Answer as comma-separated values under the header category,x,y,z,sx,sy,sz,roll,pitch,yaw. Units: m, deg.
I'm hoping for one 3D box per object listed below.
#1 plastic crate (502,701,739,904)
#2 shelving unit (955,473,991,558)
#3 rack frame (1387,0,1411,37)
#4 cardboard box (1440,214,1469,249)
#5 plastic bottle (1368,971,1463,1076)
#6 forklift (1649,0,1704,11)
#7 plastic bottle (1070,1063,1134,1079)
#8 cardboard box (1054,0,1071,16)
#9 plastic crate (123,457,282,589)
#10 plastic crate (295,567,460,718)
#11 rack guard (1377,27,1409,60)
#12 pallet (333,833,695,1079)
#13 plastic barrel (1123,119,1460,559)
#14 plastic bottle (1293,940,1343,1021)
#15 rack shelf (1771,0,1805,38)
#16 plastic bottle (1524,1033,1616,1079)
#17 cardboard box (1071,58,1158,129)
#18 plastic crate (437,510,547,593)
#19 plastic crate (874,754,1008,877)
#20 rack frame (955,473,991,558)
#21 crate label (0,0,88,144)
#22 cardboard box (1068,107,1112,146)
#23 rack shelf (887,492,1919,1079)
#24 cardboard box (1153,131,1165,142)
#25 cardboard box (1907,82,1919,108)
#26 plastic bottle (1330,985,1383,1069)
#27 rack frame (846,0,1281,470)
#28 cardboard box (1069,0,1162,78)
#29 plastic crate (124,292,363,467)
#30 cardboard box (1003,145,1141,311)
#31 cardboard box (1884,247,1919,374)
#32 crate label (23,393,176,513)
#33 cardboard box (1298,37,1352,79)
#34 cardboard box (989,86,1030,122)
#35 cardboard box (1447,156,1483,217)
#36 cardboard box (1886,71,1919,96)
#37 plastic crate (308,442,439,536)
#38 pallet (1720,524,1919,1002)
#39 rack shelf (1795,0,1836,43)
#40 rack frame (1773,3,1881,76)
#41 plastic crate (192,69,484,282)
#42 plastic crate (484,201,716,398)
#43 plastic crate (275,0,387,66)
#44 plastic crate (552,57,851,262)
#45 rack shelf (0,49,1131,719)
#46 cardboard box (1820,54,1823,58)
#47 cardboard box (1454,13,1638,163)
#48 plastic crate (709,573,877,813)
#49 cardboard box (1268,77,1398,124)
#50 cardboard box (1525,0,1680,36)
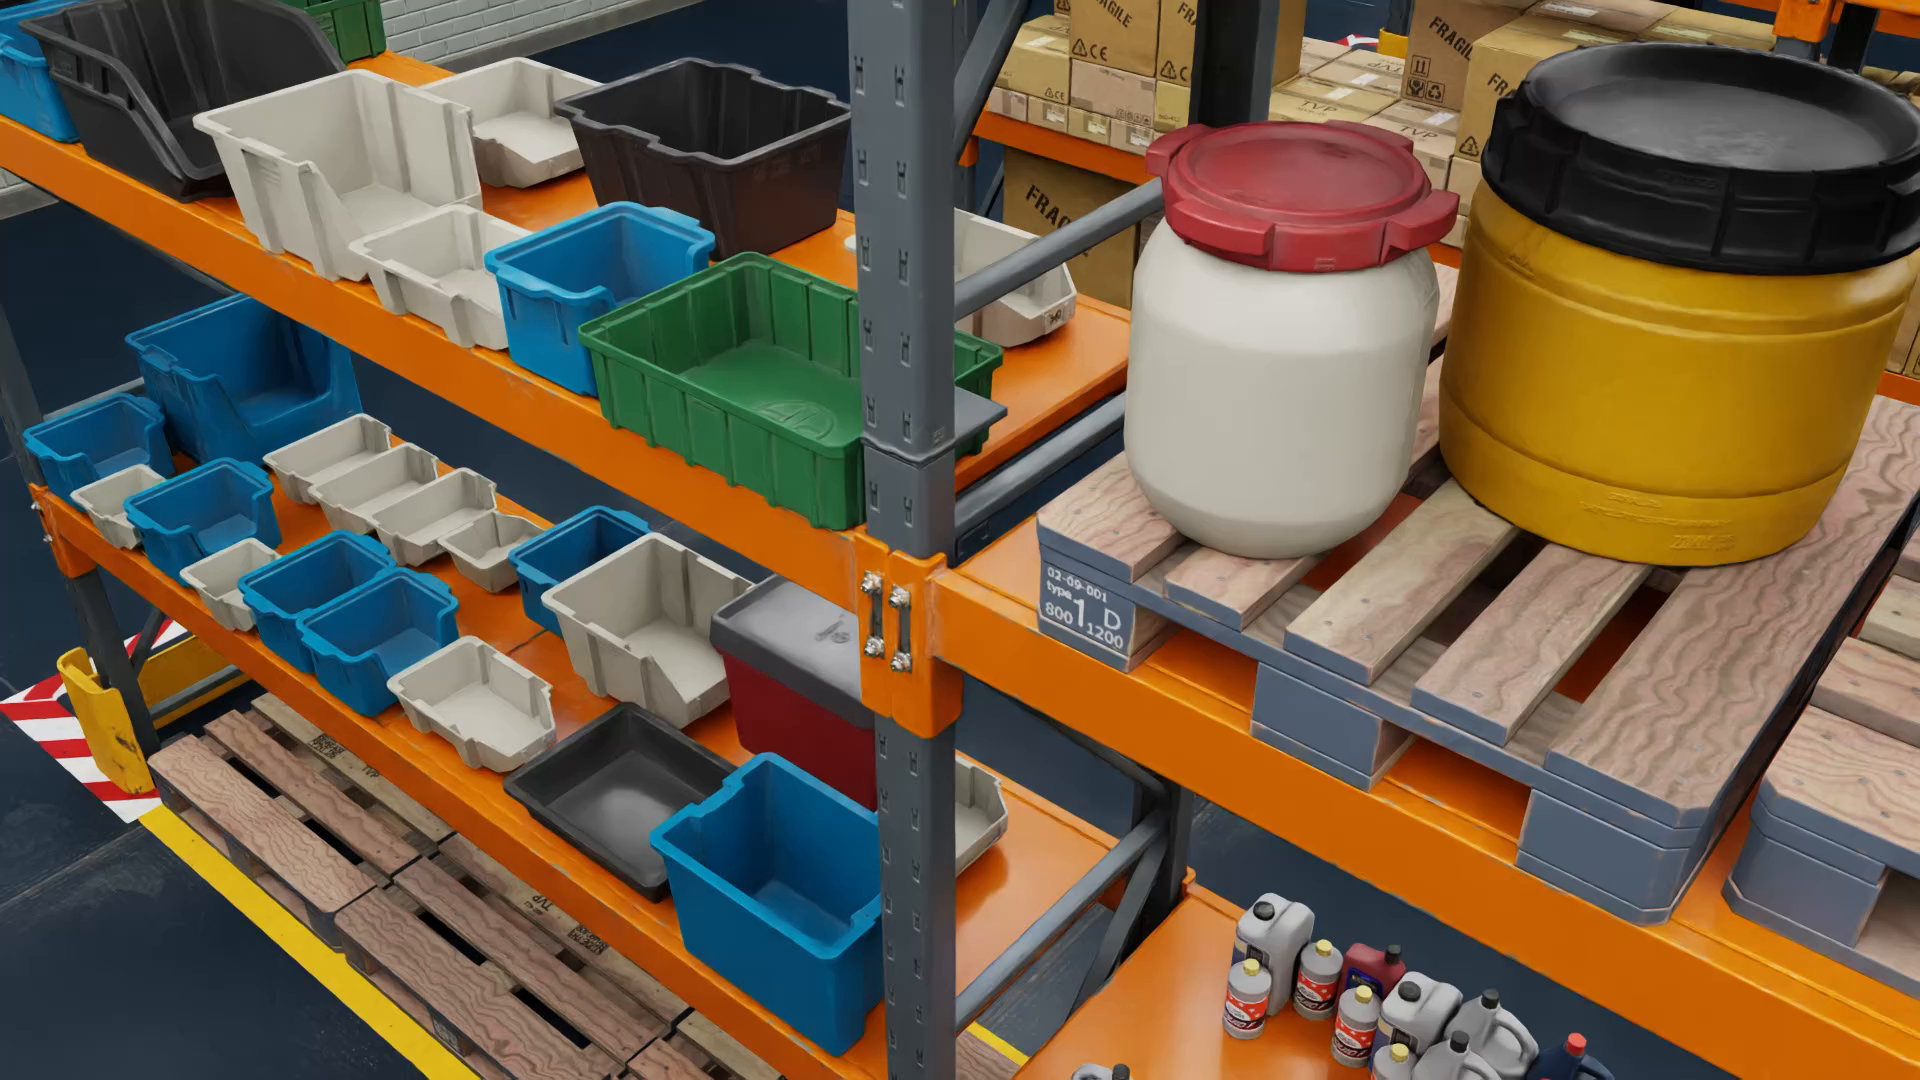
category,x,y,z,sx,sy,sz,roll,pitch,yaw
plastic crate,-0.824,0.686,4.291,0.590,0.125,0.437,25,42,32
shelving unit,-0.127,-0.555,7.498,0.503,1.200,0.258,25,42,32
rack frame,3.554,-4.839,12.146,0.127,3.000,1.000,25,42,32
cardboard box,2.341,-1.413,7.379,0.250,0.149,0.380,26,42,33
plastic bottle,0.999,1.072,3.649,0.135,0.276,0.152,25,42,32
forklift,3.943,-3.193,9.811,3.031,2.935,1.130,-27,43,-33
plastic bottle,0.303,1.190,3.412,0.185,0.351,0.144,25,42,32
cardboard box,0.846,-3.025,8.713,0.500,0.500,0.500,26,42,32
plastic crate,-2.381,-0.047,5.264,0.300,0.233,0.416,25,42,32
plastic crate,-1.644,0.300,4.759,0.300,0.233,0.416,25,42,32
rack guard,3.613,-3.781,12.814,0.348,0.500,1.175,25,42,32
pallet,-1.323,1.344,5.606,1.213,0.211,1.003,25,42,32
plastic barrel,0.452,-0.280,2.367,0.433,0.535,0.433,0,34,0
plastic bottle,0.825,1.000,3.819,0.097,0.201,0.097,0,34,0
rack shelf,1.840,-2.933,7.357,4.000,0.370,1.077,25,42,32
plastic bottle,1.266,1.164,3.449,0.185,0.351,0.144,25,42,32
cardboard box,0.903,-2.302,8.322,0.500,0.250,0.500,25,41,31
plastic crate,-1.441,0.038,5.224,0.250,0.136,0.298,25,42,32
plastic crate,-0.058,0.739,4.204,0.243,0.136,0.396,25,42,32
rack frame,0.060,-0.466,7.369,0.015,1.200,0.240,25,42,32
crate label,-2.363,-1.263,4.421,0.502,0.251,0.408,25,42,32
cardboard box,0.760,-2.157,8.463,0.250,0.149,0.380,24,41,31
rack shelf,1.745,0.671,2.110,4.000,0.370,1.077,25,42,32
cardboard box,1.156,-1.971,8.192,0.250,0.149,0.380,24,41,31
cardboard box,3.874,-1.496,6.304,0.637,0.503,0.797,24,41,31
plastic bottle,0.888,1.075,3.711,0.097,0.201,0.097,0,34,0
rack frame,0.208,-1.587,2.112,0.127,3.000,1.000,25,42,32
cardboard box,0.884,-2.615,8.116,0.500,0.500,0.500,24,41,31
plastic crate,-2.489,-0.562,5.835,0.499,0.435,0.616,25,42,32
cardboard box,0.846,-1.818,9.253,0.875,0.875,0.875,25,42,32
cardboard box,3.571,-1.035,6.519,0.500,0.500,0.500,25,42,32
crate label,-2.887,-0.286,5.611,0.303,0.233,0.416,25,42,32
cardboard box,1.626,-2.350,8.392,0.500,0.250,0.500,24,41,30
cardboard box,0.365,-2.342,8.732,0.250,0.149,0.380,26,42,32
cardboard box,2.471,-1.562,7.244,0.500,0.250,0.500,27,43,33
cardboard box,6.323,-2.974,11.052,0.250,0.149,0.380,28,43,34
plastic crate,-1.910,-0.151,5.500,0.243,0.136,0.396,25,42,32
pallet,1.747,0.378,2.067,1.213,0.211,1.003,25,42,32
rack shelf,4.914,-1.484,5.248,4.000,0.370,1.077,25,42,32
rack frame,3.377,-1.269,6.948,0.127,3.000,1.000,25,42,32
plastic crate,-1.360,-0.813,3.740,0.530,0.282,0.437,25,42,32
plastic crate,-0.696,-0.472,3.286,0.300,0.233,0.416,25,42,32
plastic crate,-1.925,-1.479,4.791,0.336,0.188,0.450,25,42,32
plastic crate,-0.571,-0.866,3.827,0.590,0.269,0.497,25,42,32
rack shelf,-1.329,-0.778,4.219,4.000,0.370,1.077,25,42,32
cardboard box,5.738,-3.256,11.464,0.250,0.149,0.380,26,42,33
cardboard box,2.471,-1.872,7.034,0.500,0.500,0.500,26,42,32
plastic crate,-0.317,0.402,4.405,0.583,0.464,0.402,25,42,32
cardboard box,1.691,-1.931,7.782,0.500,0.250,0.500,24,41,31
cardboard box,2.799,-2.105,7.373,0.500,0.500,0.500,25,42,32
